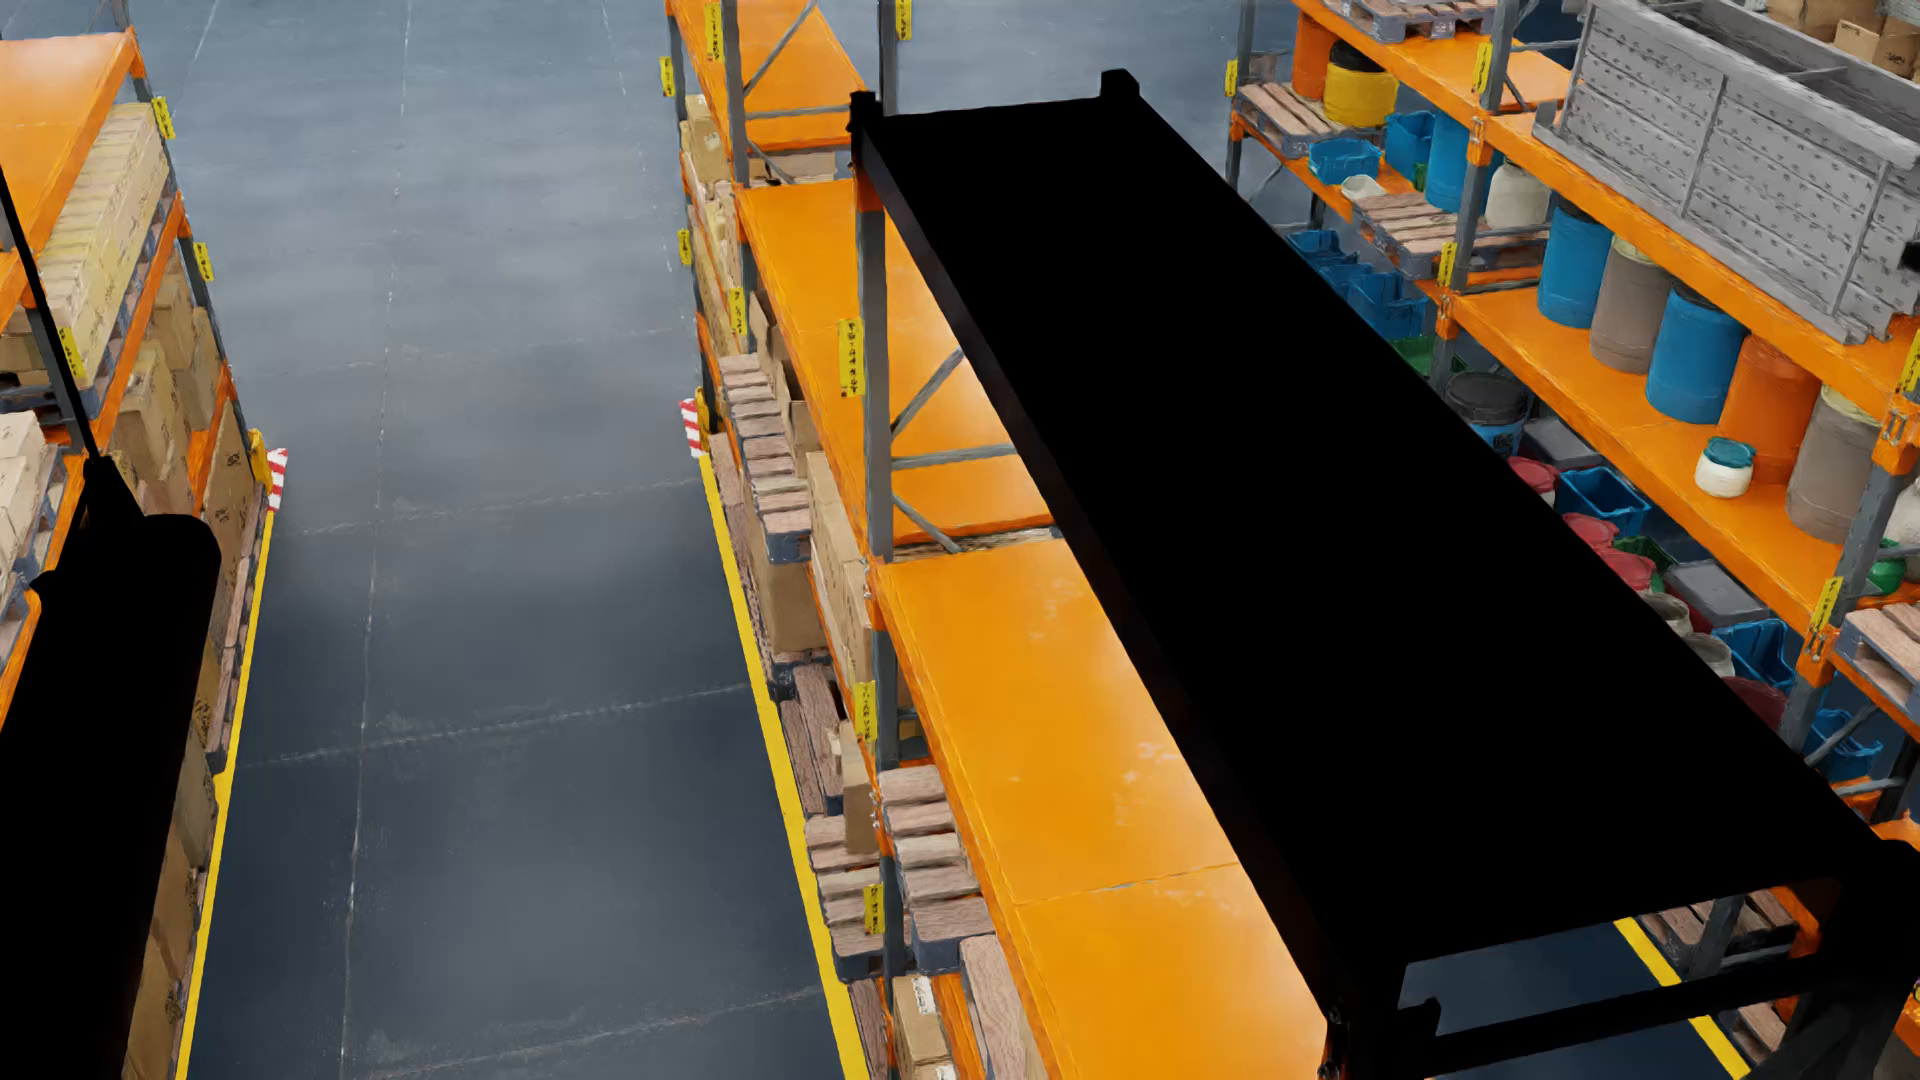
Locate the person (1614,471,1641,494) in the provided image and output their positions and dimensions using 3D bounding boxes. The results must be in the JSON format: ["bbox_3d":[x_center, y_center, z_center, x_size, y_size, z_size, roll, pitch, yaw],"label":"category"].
[{"bbox_3d":[6.153,-0.955,14.068,0.443,1.573,0.996,-13,37,-18],"label":"person"}]
